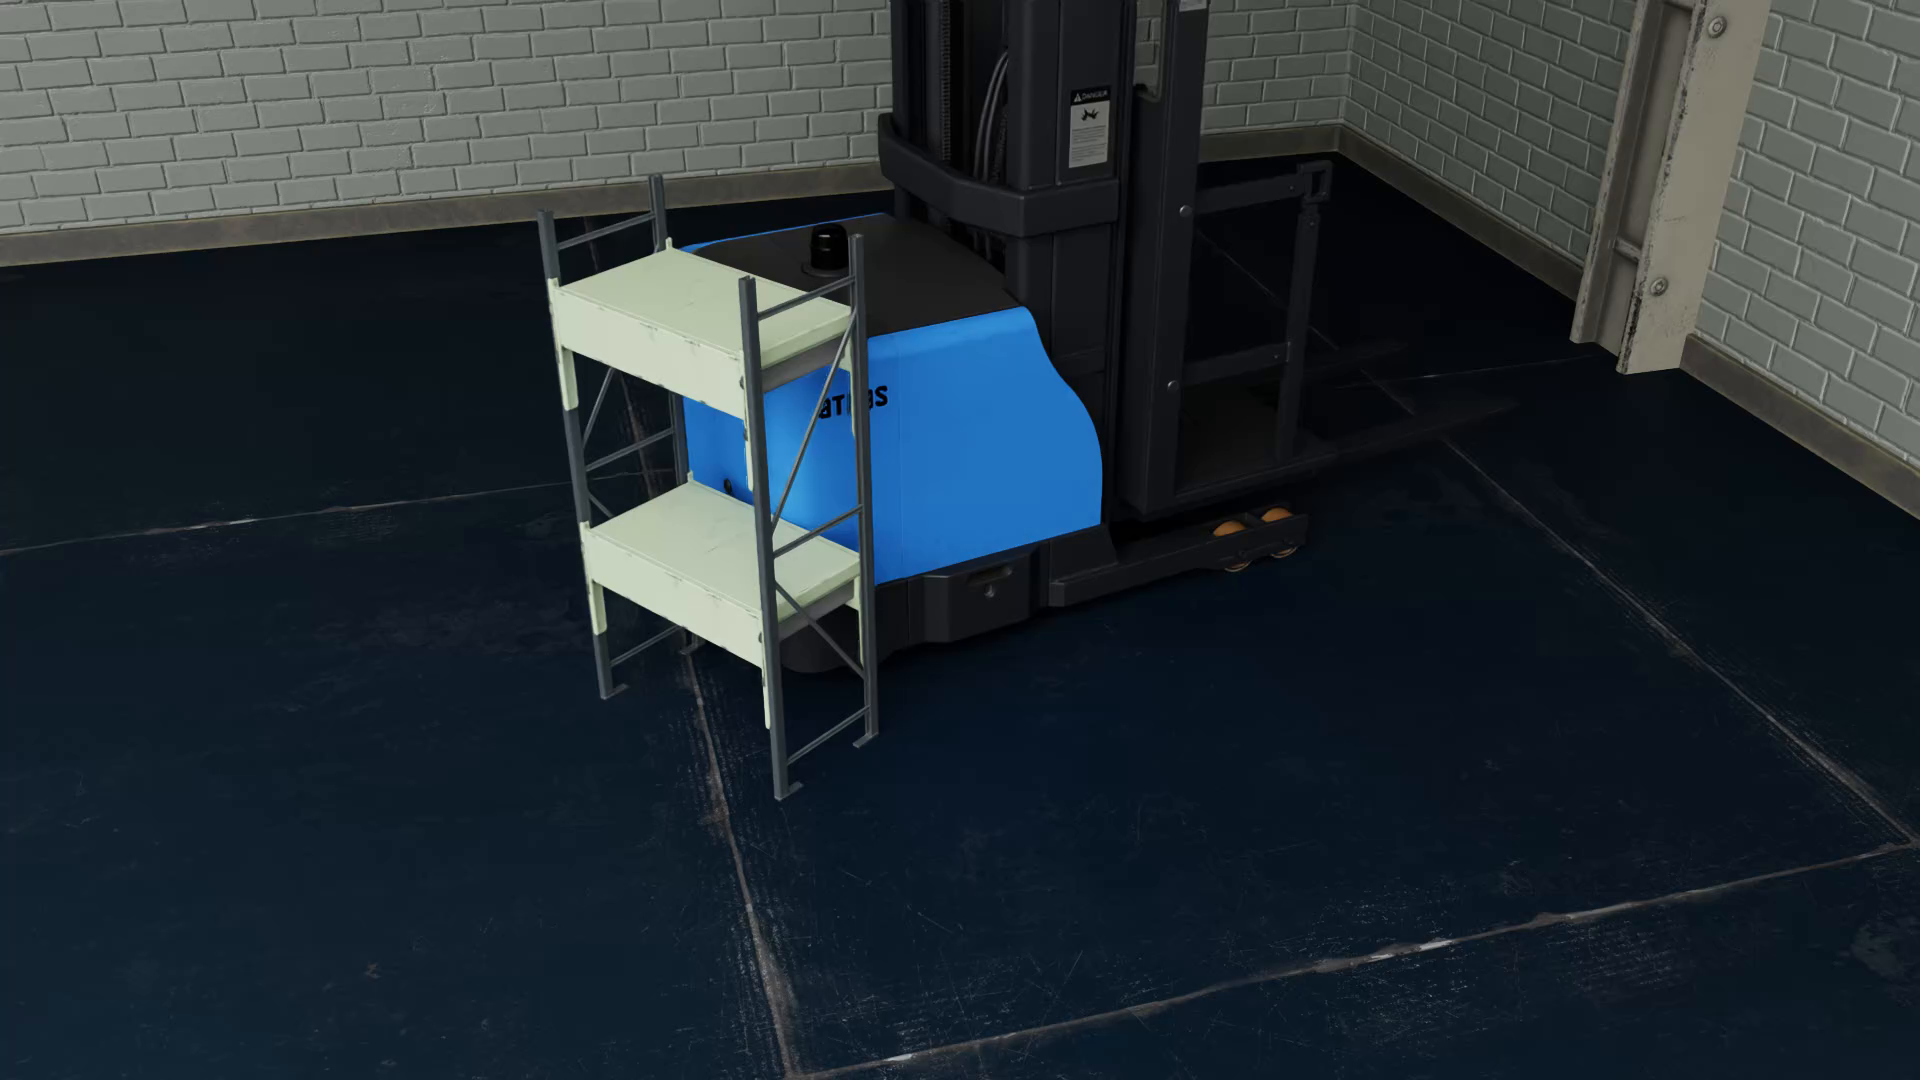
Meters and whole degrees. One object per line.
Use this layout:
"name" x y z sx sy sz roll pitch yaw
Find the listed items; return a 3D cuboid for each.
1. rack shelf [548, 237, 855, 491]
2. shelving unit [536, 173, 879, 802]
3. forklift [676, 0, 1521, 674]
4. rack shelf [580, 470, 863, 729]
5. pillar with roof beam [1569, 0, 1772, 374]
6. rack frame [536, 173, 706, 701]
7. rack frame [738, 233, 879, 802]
"rack shelf" -0.650 -0.472 4.290 0.720 0.370 0.431 23 37 34
"shelving unit" -0.650 -0.135 4.485 0.755 1.500 0.431 23 37 34
"forklift" 0.600 -1.380 5.209 3.031 2.935 1.130 -15 33 -24
"rack shelf" -0.650 0.148 4.649 0.720 0.370 0.431 23 37 34
"pillar with roof beam" -1.288 -4.129 3.901 9.100 9.000 0.400 -8 31 -13
"rack frame" -0.931 -0.252 4.688 0.023 1.500 0.400 23 37 34
"rack frame" -0.369 -0.017 4.282 0.023 1.500 0.400 23 37 34
